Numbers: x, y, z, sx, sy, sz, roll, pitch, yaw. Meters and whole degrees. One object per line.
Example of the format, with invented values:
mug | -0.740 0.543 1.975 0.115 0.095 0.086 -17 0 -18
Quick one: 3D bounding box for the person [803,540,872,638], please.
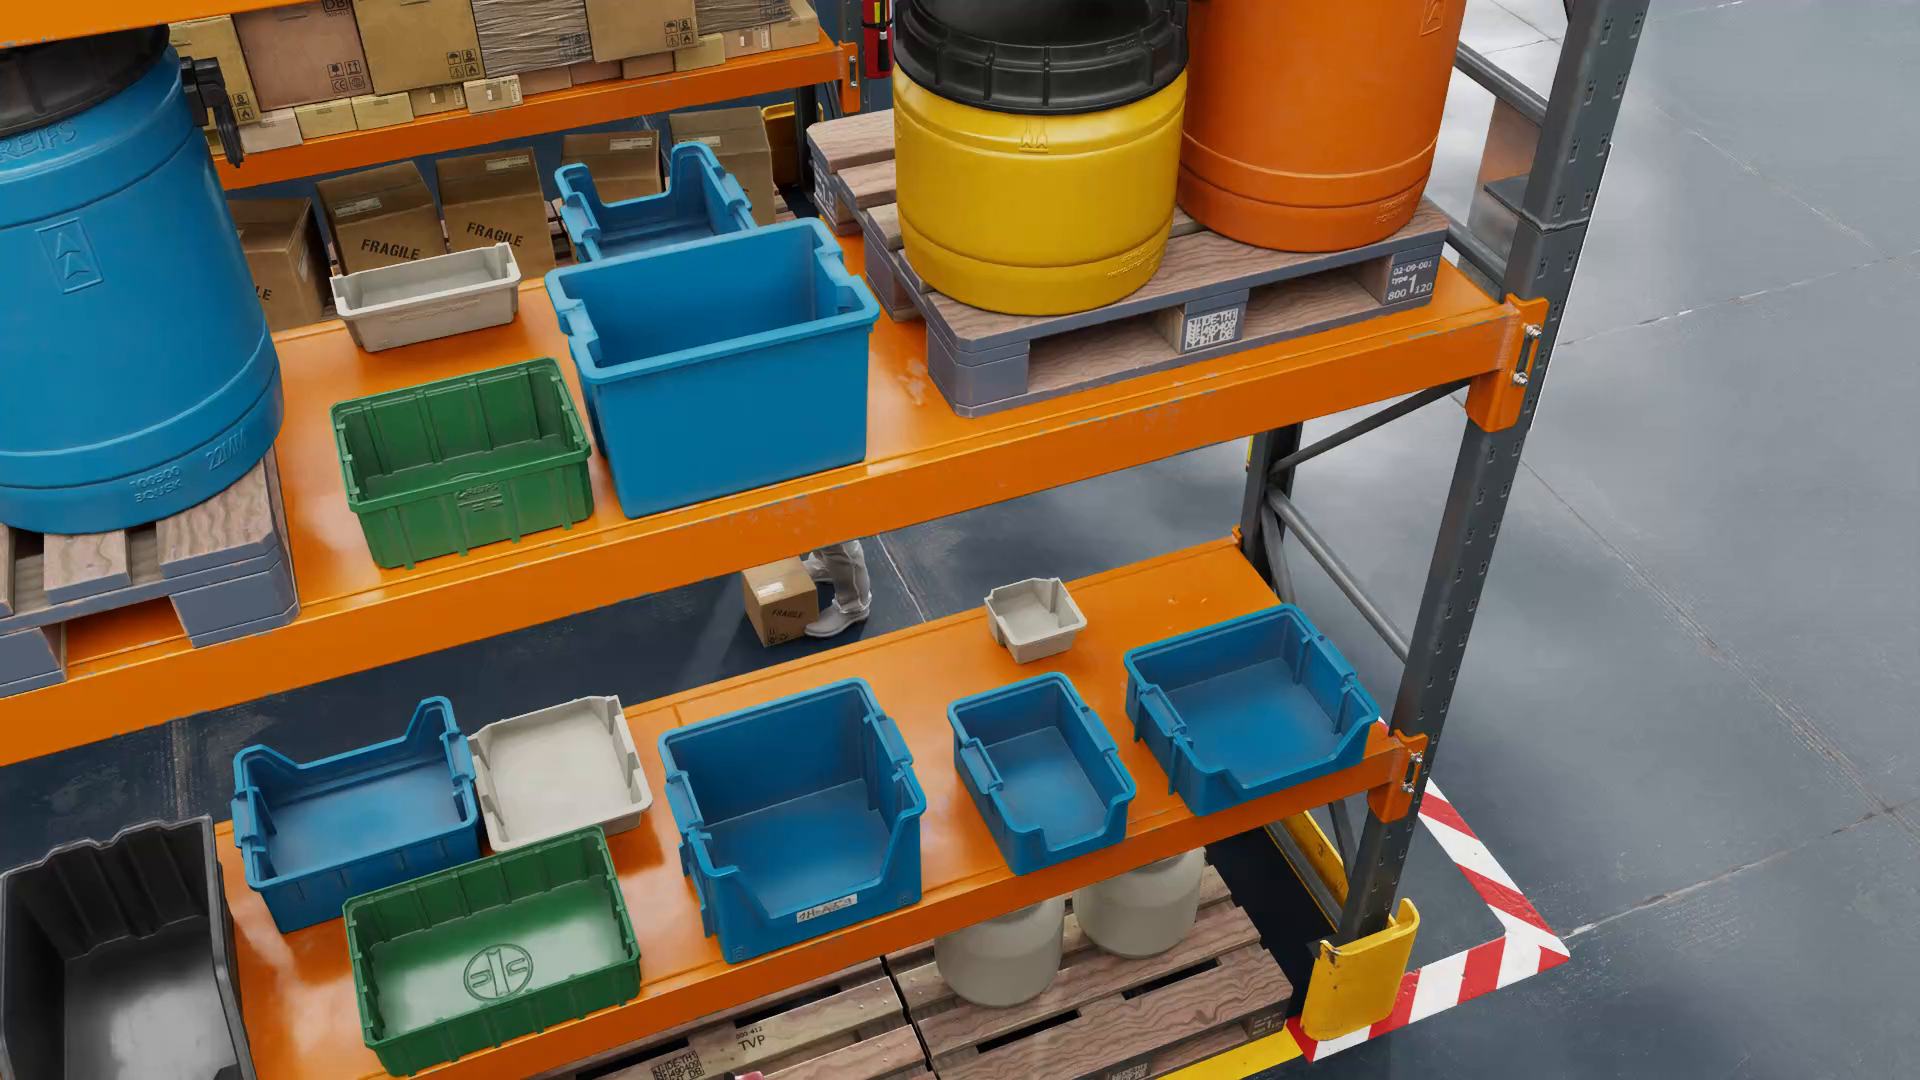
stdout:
person | -0.548 -0.372 6.567 0.462 1.759 0.633 -18 45 -19
